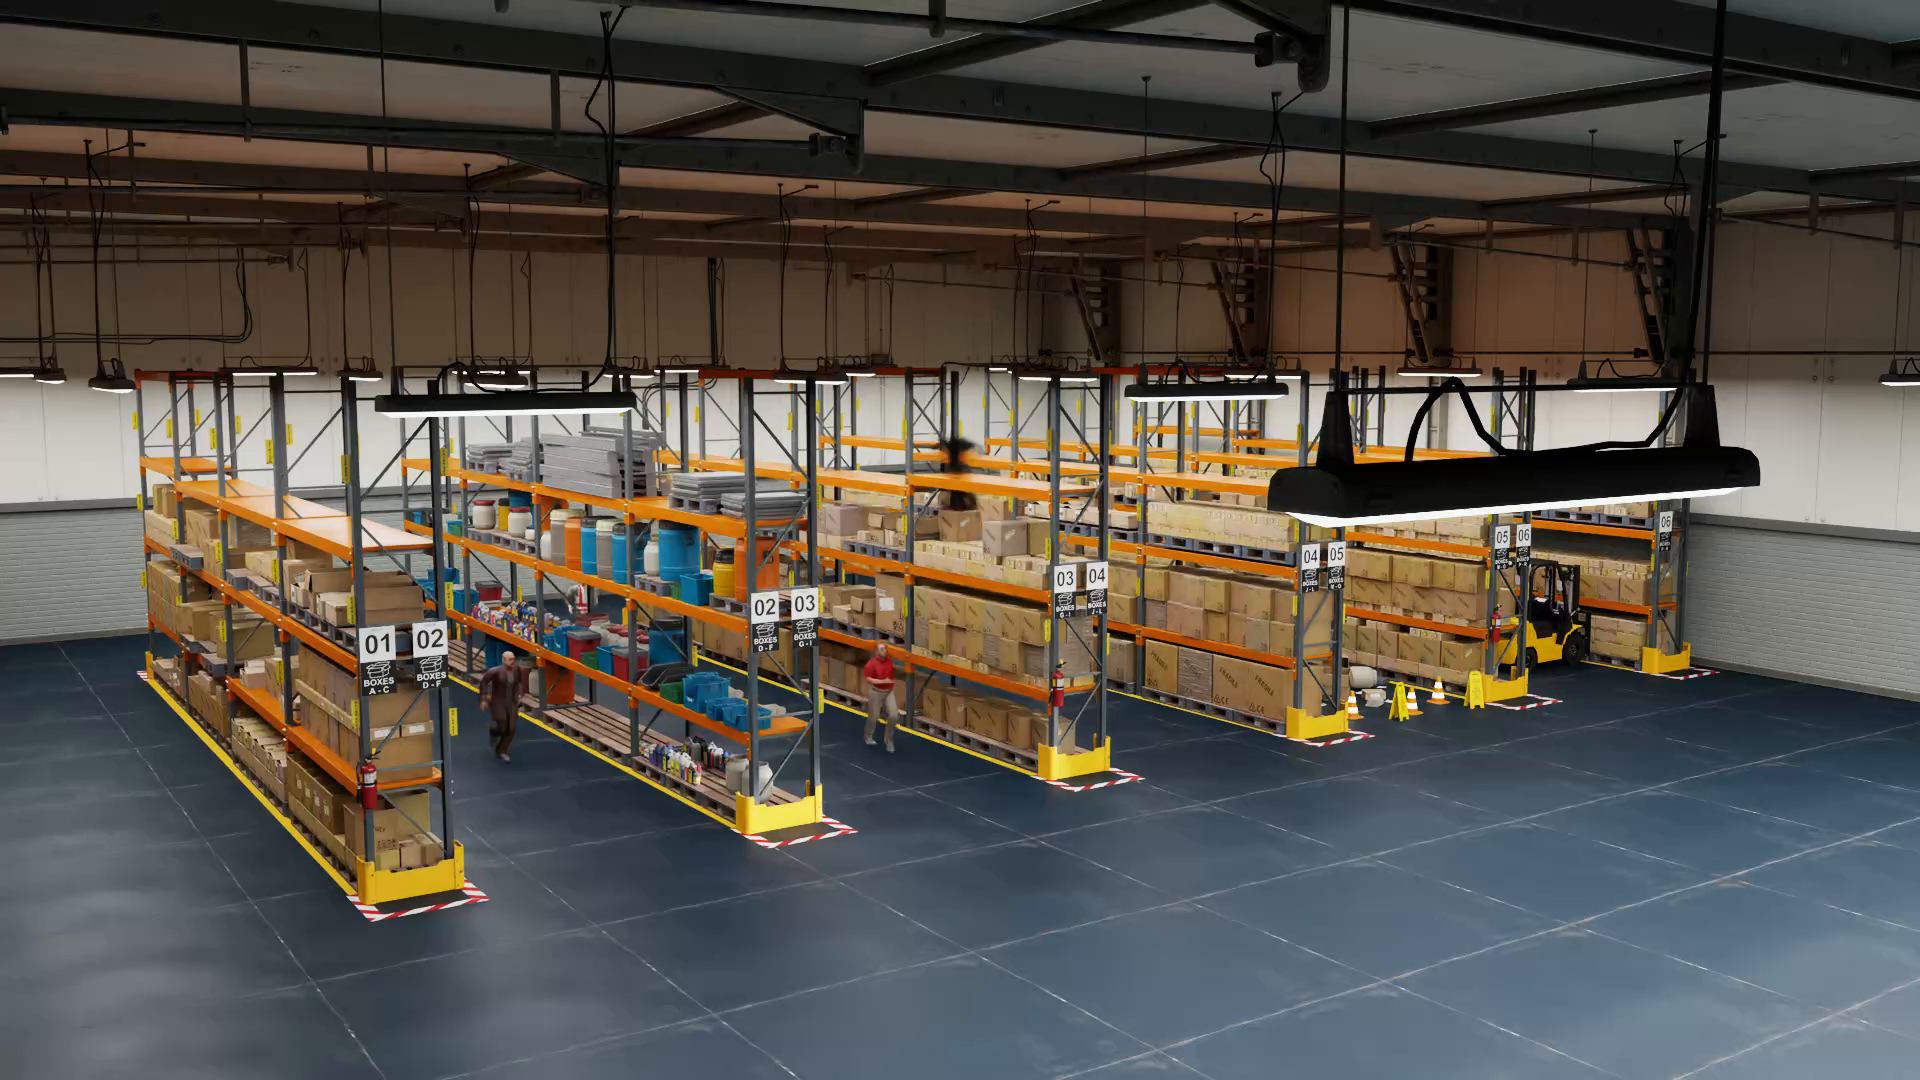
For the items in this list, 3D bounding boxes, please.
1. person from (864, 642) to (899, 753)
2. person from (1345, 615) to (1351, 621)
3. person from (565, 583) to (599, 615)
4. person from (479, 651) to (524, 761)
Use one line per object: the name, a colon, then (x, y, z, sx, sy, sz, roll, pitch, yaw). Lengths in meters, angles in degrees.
person: (-1.257, 2.509, 26.447, 0.615, 1.787, 0.853, -4, 7, -30)
person: (8.451, 1.534, 35.538, 0.579, 1.613, 0.644, -6, 8, -40)
person: (-7.813, 1.529, 34.703, 0.701, 1.782, 0.646, 6, 9, 44)
person: (-7.153, 2.563, 25.947, 0.705, 1.712, 0.720, 6, 9, 42)
